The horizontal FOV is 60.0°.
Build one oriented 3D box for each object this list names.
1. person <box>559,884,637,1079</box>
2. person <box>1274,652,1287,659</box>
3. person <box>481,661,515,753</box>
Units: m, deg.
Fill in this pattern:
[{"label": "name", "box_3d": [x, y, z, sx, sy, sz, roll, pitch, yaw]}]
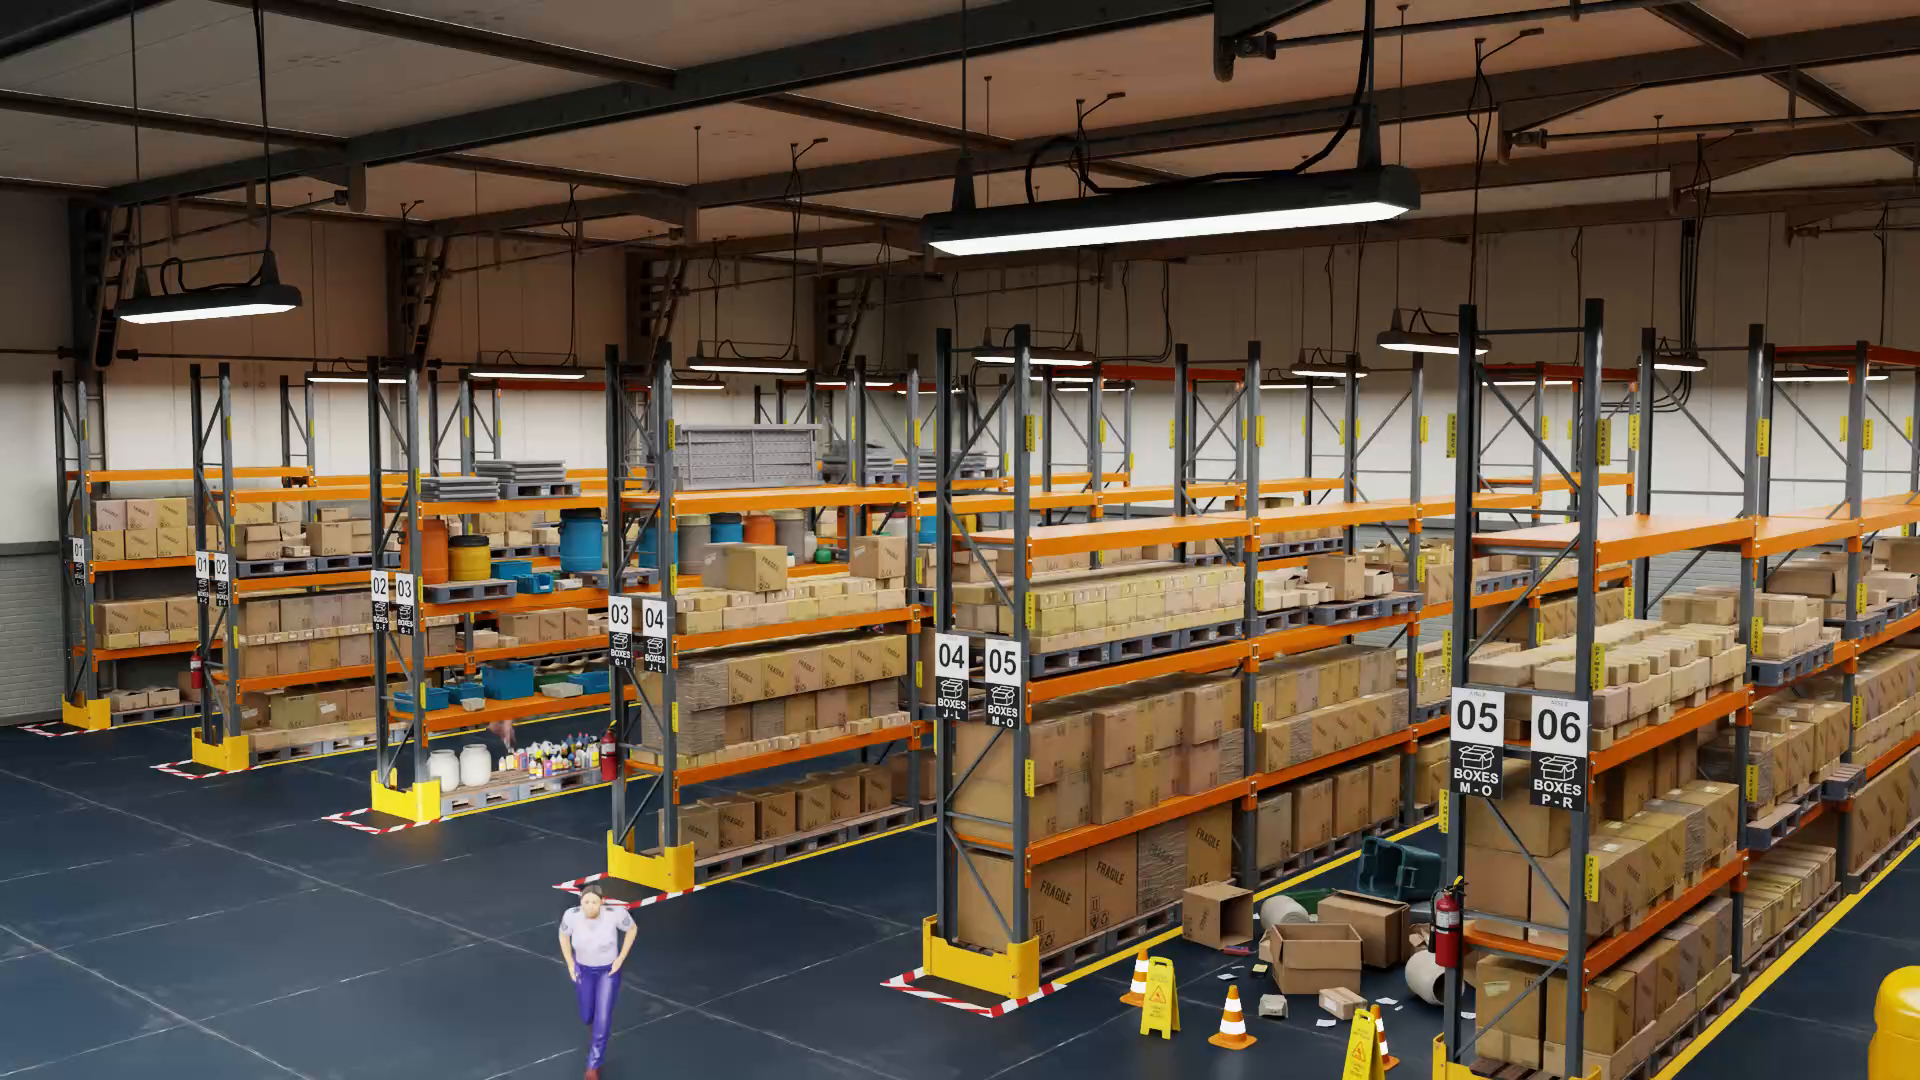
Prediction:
[{"label": "person", "box_3d": [-2.877, 3.448, 13.268, 0.610, 1.609, 0.874, -1, 4, -9]}, {"label": "person", "box_3d": [4.730, 2.520, 24.546, 0.674, 1.740, 0.782, 3, 5, 32]}, {"label": "person", "box_3d": [-7.105, 2.572, 25.562, 0.606, 1.503, 0.809, 1, 4, 13]}]
